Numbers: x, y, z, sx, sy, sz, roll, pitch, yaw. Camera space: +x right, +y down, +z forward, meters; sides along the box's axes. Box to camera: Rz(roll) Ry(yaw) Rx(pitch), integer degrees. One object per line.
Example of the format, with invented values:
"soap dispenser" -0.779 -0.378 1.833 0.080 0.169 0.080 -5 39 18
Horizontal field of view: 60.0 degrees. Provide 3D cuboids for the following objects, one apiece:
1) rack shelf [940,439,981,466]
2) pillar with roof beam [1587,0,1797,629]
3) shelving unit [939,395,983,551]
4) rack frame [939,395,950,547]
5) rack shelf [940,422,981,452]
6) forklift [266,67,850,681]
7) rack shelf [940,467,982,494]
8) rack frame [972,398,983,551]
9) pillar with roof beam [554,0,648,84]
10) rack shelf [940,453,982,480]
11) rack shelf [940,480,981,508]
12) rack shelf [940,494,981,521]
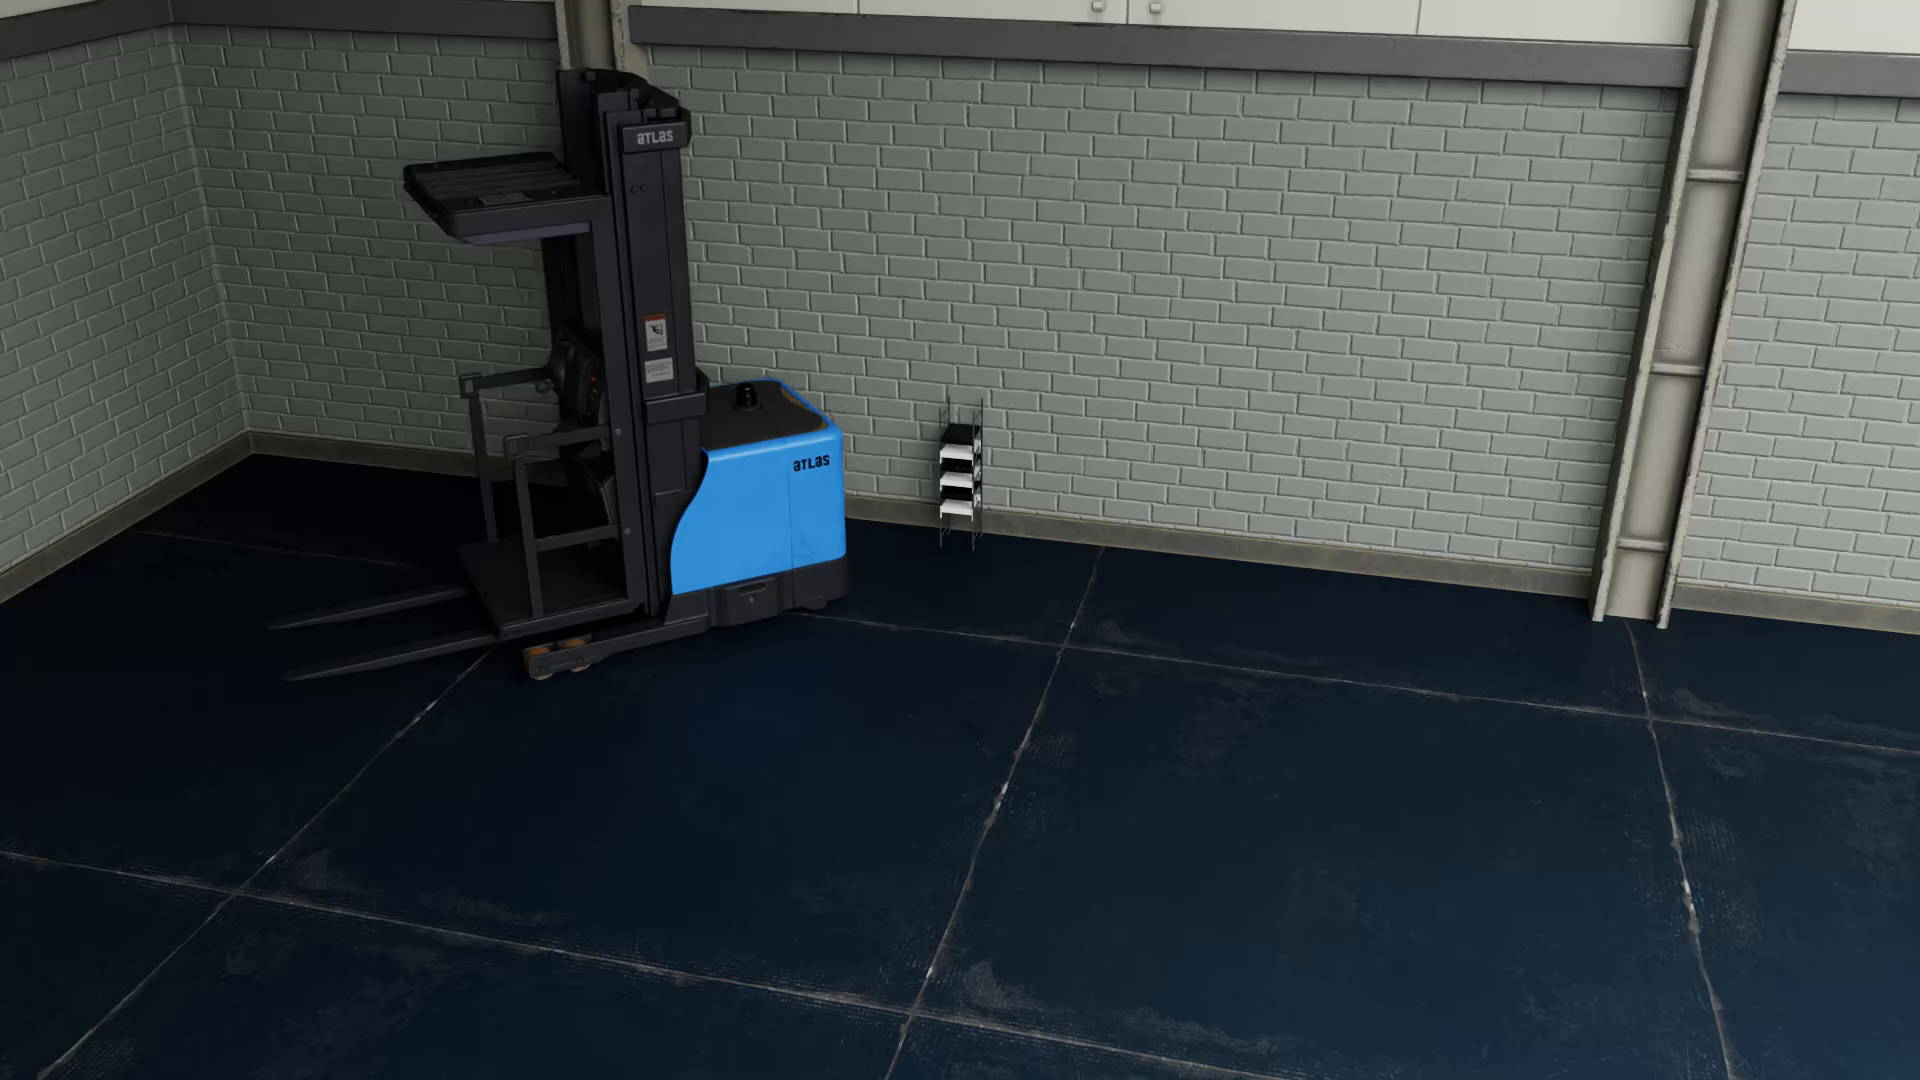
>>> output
"rack shelf" 0.007 -0.534 9.984 0.200 0.077 0.258 6 26 12
"pillar with roof beam" 2.693 -1.864 3.697 0.400 9.000 9.100 6 26 13
"shelving unit" 0.007 -0.402 10.047 0.210 0.900 0.258 6 26 12
"rack frame" -0.091 -0.412 10.069 0.006 0.900 0.240 6 26 12
"rack shelf" 0.007 -0.615 9.945 0.200 0.077 0.258 6 26 12
"forklift" -2.176 -0.851 8.628 3.031 2.935 1.130 -13 28 -25
"rack shelf" 0.007 -0.372 10.061 0.200 0.077 0.258 6 26 12
"rack frame" 0.106 -0.391 10.025 0.006 0.900 0.240 6 26 12
"pillar with roof beam" -3.118 -2.506 5.046 0.400 9.000 9.100 6 26 13
"rack shelf" 0.007 -0.453 10.023 0.200 0.077 0.258 6 26 12
"rack shelf" 0.007 -0.290 10.100 0.200 0.077 0.258 6 26 12
"rack shelf" 0.007 -0.209 10.139 0.200 0.077 0.258 6 26 12
